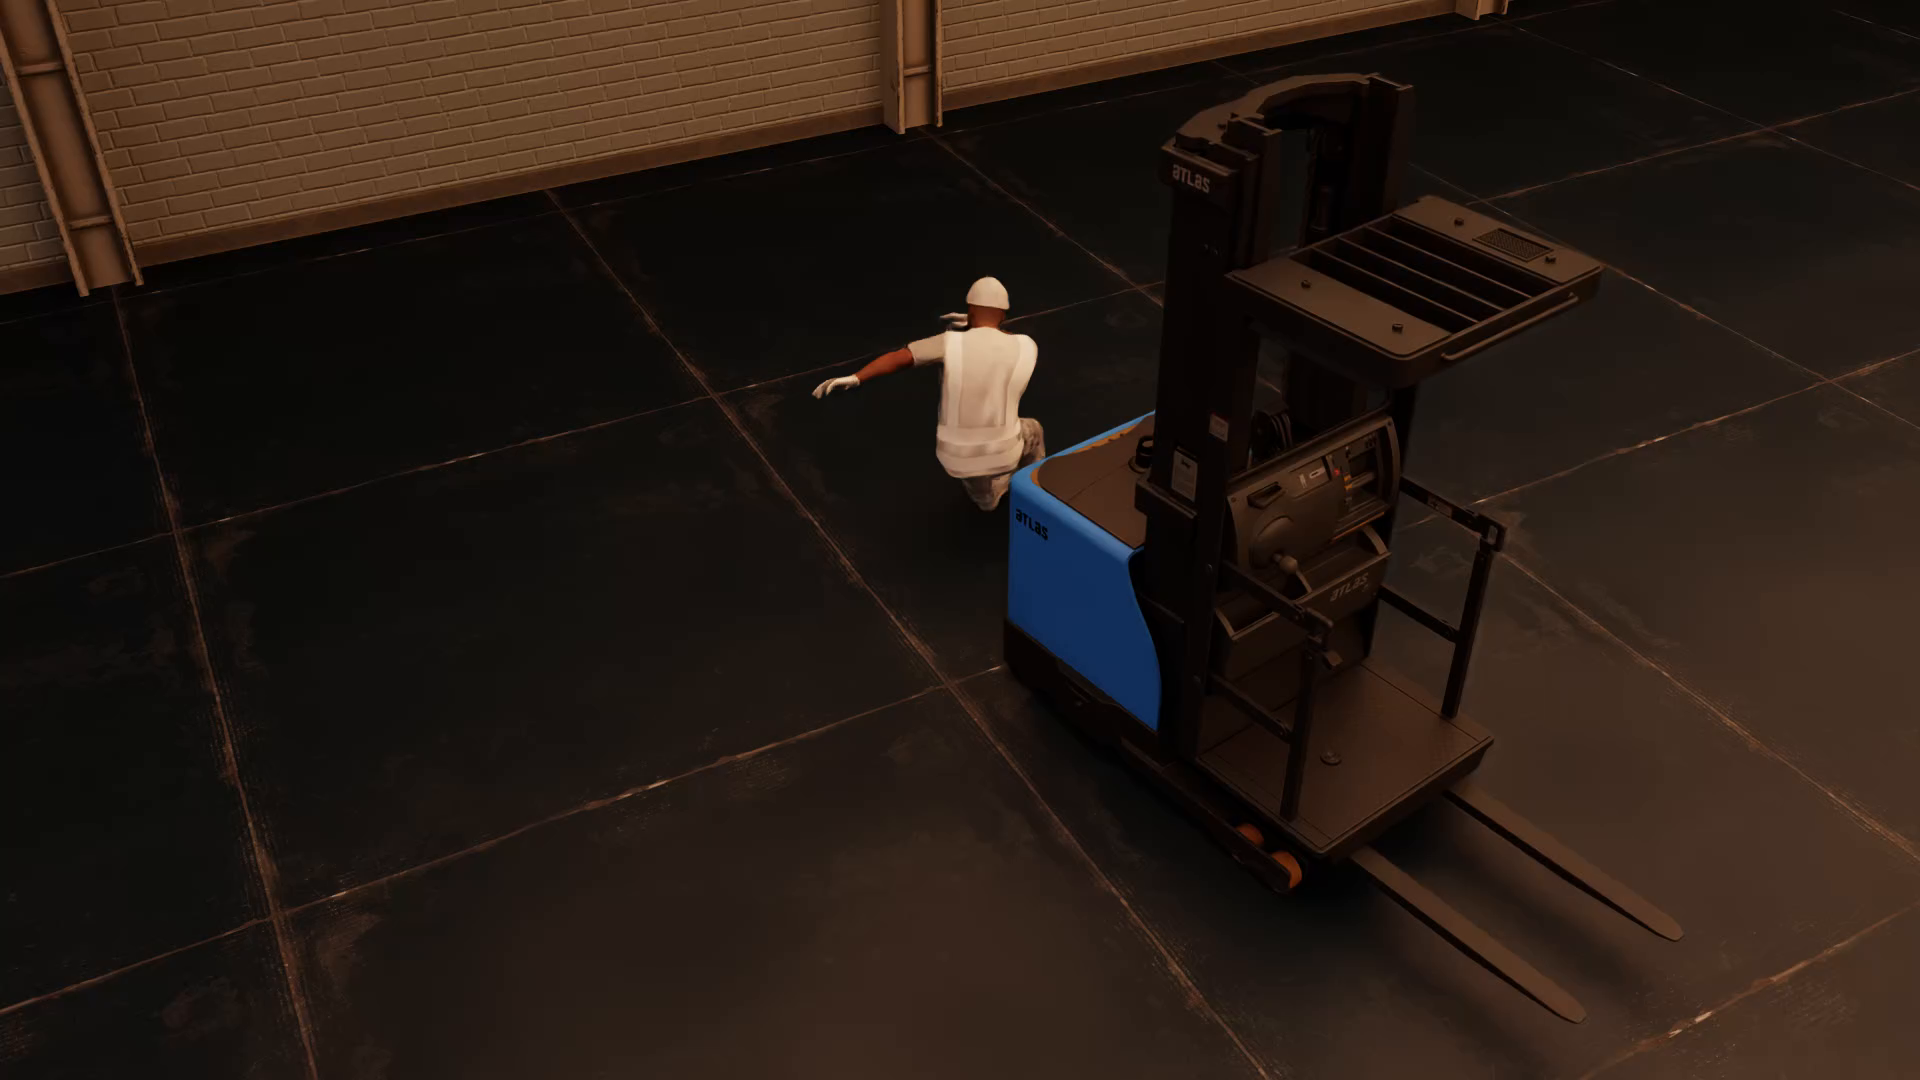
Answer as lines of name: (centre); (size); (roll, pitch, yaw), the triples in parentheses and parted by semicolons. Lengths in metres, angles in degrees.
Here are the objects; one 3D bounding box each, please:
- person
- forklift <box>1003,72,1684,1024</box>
person: (-0.065, -0.611, 8.317); (1.336, 1.449, 0.859); (-3, 35, -5)
forklift: (1.506, -0.114, 6.284); (1.130, 2.935, 3.031); (-24, 42, -30)
